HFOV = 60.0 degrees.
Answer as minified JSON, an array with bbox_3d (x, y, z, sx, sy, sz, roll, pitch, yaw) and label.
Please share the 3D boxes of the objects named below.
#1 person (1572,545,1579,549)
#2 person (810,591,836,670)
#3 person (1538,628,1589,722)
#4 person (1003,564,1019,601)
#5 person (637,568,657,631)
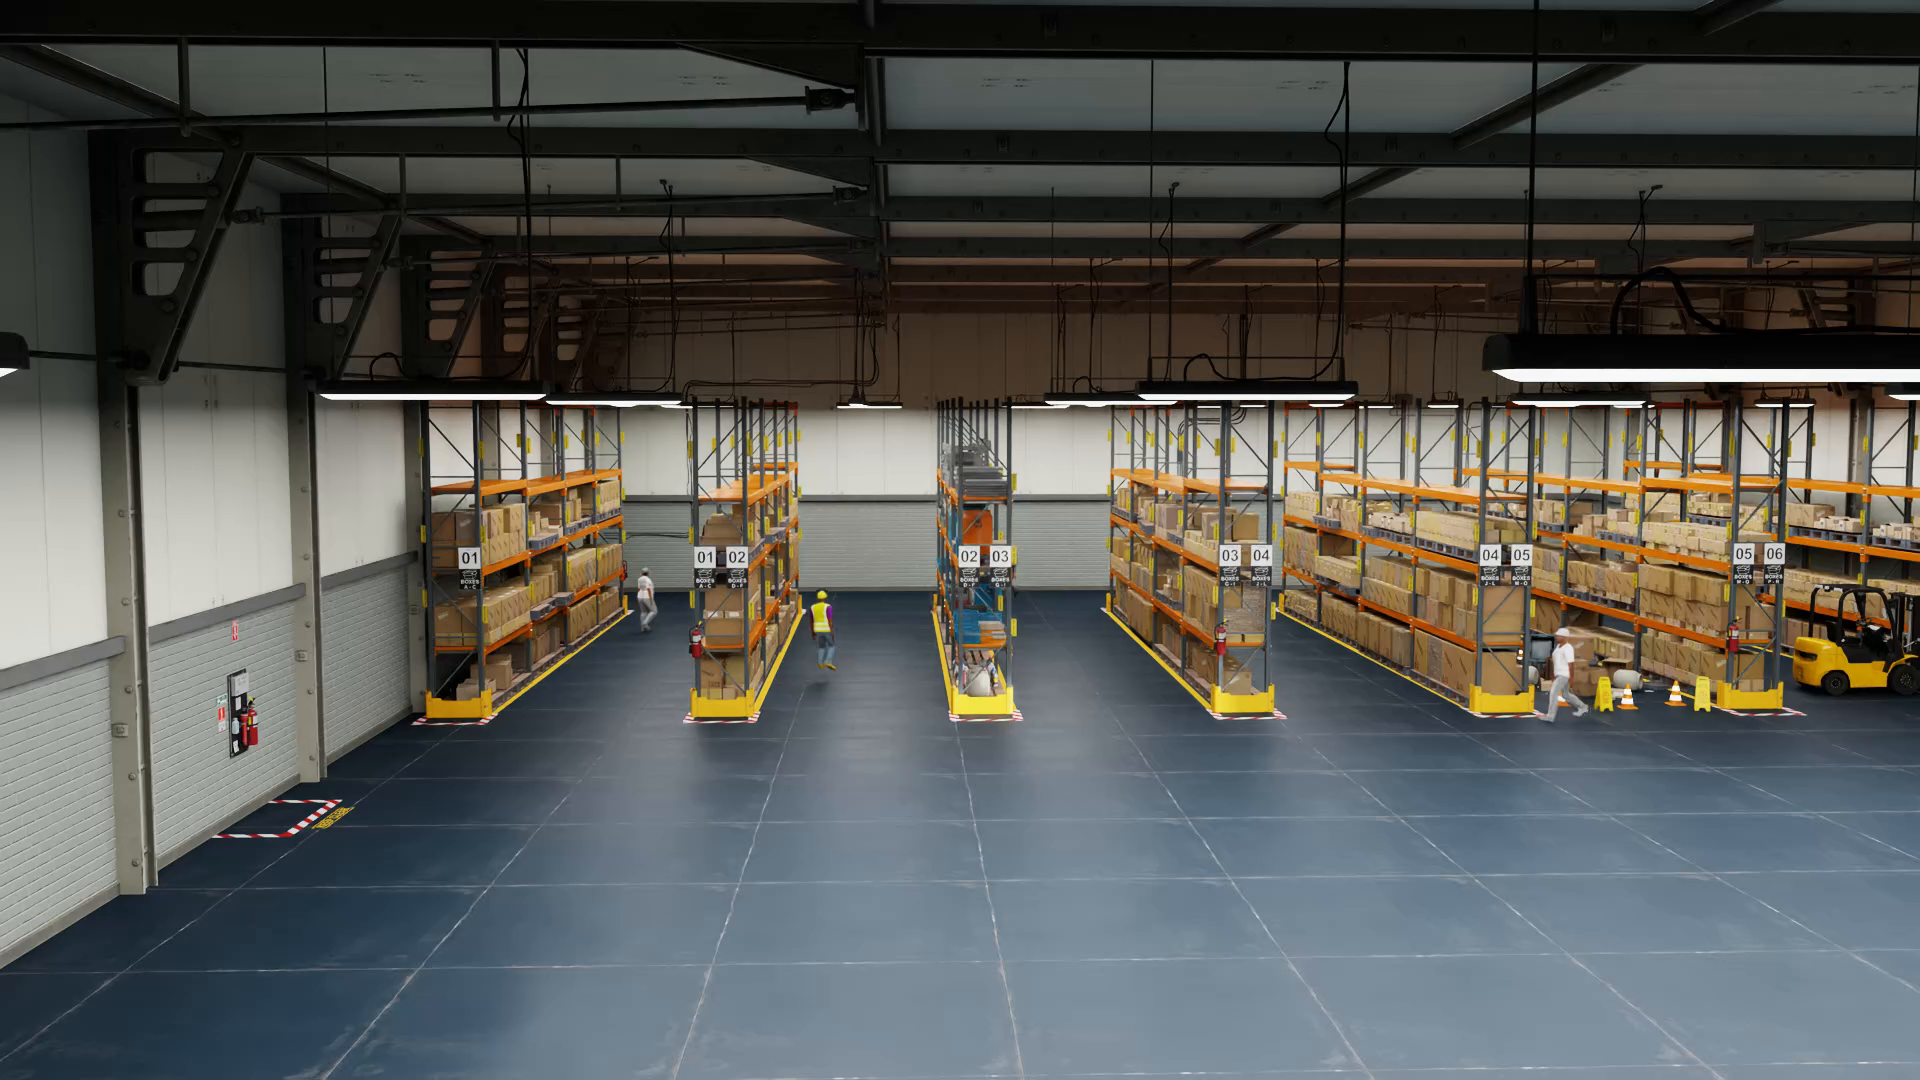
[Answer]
[{"bbox_3d":[18.238,1.016,49.295,0.703,1.765,0.592,0,4,-3],"label":"person"},{"bbox_3d":[-2.935,1.937,35.468,0.584,1.699,0.557,1,5,12],"label":"person"},{"bbox_3d":[11.146,2.488,30.675,0.999,1.731,0.572,0,4,-3],"label":"person"},{"bbox_3d":[1.500,0.990,50.182,0.820,1.699,0.527,-3,5,-34],"label":"person"},{"bbox_3d":[-8.189,1.553,43.286,0.522,1.664,0.489,4,6,41],"label":"person"}]
